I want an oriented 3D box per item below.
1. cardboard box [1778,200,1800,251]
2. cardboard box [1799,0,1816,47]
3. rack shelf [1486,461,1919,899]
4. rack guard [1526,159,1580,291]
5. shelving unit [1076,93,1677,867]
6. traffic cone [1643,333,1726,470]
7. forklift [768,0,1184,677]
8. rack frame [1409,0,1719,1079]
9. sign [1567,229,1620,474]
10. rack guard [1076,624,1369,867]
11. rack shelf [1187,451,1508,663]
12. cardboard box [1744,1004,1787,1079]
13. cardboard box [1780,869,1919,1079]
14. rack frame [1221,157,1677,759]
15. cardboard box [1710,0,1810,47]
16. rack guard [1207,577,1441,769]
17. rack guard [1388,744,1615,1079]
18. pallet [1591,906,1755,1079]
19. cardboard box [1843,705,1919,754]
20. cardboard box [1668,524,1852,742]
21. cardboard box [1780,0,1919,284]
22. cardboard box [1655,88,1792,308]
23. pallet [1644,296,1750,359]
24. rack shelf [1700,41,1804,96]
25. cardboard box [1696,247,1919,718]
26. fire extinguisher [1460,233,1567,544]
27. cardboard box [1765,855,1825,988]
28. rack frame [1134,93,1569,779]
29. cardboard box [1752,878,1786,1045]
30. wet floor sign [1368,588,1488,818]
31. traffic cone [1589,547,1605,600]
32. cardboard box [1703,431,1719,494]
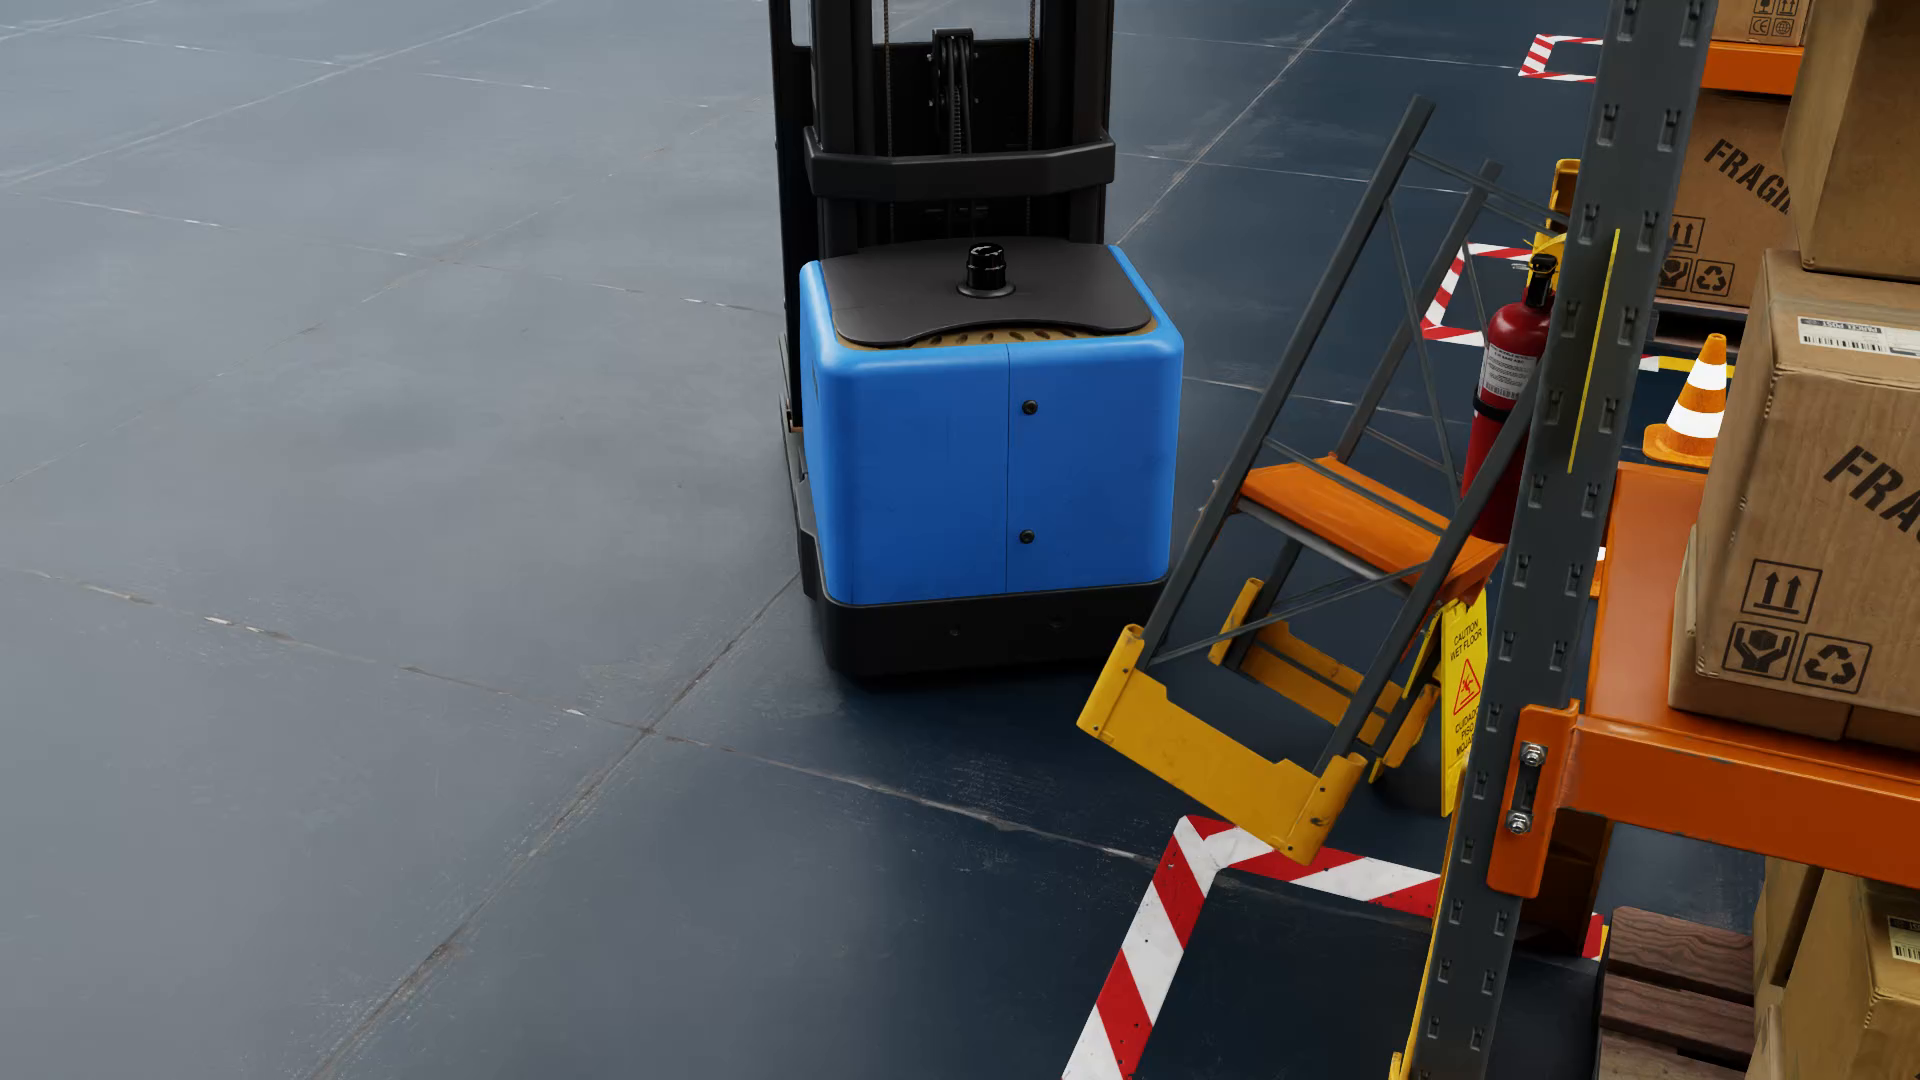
[{"bbox_3d":[1.676,-0.324,2.871,0.500,0.500,0.500,11,31,18],"label":"cardboard box"},{"bbox_3d":[3.716,-2.327,6.667,0.550,0.550,0.875,11,31,19],"label":"cardboard box"},{"bbox_3d":[2.923,0.557,2.447,4.000,0.370,1.077,11,31,19],"label":"rack shelf"},{"bbox_3d":[2.815,-1.318,7.574,0.348,0.500,1.175,11,31,19],"label":"rack guard"},{"bbox_3d":[1.022,-0.150,3.875,0.587,1.500,1.083,31,17,20],"label":"shelving unit"},{"bbox_3d":[2.795,-0.552,6.256,0.334,0.463,0.336,11,31,19],"label":"traffic cone"},{"bbox_3d":[-0.094,-1.579,5.564,1.130,2.935,3.031,-4,30,-8],"label":"forklift"},{"bbox_3d":[1.070,-0.126,2.925,0.127,3.000,1.000,11,31,19],"label":"rack frame"},{"bbox_3d":[0.866,-0.256,2.274,0.005,0.325,0.100,11,31,19],"label":"sign"},{"bbox_3d":[0.558,0.437,3.596,0.587,0.250,0.087,31,17,20],"label":"rack guard"},{"bbox_3d":[0.946,0.008,3.916,0.538,0.185,1.000,31,17,20],"label":"rack shelf"},{"bbox_3d":[1.713,1.163,3.011,0.500,0.250,0.500,11,31,19],"label":"cardboard box"},{"bbox_3d":[1.735,0.841,2.819,0.500,0.500,0.500,10,31,17],"label":"cardboard box"},{"bbox_3d":[1.235,-0.191,4.325,0.500,1.500,0.032,31,17,20],"label":"rack frame"},{"bbox_3d":[3.198,-2.419,6.829,0.550,0.550,0.875,11,31,19],"label":"cardboard box"},{"bbox_3d":[0.982,0.355,4.493,0.587,0.250,0.087,31,17,20],"label":"rack guard"},{"bbox_3d":[1.140,0.976,3.515,0.348,0.500,1.175,11,31,19],"label":"rack guard"},{"bbox_3d":[1.880,1.268,3.292,1.213,0.211,1.003,11,31,19],"label":"pallet"},{"bbox_3d":[1.546,0.181,2.637,0.250,0.149,0.380,12,32,20],"label":"cardboard box"},{"bbox_3d":[1.307,0.141,2.708,0.250,0.149,0.380,11,31,19],"label":"cardboard box"},{"bbox_3d":[1.625,-0.739,2.590,0.500,0.500,0.700,11,31,18],"label":"cardboard box"},{"bbox_3d":[3.490,-1.564,7.202,0.875,0.875,0.875,11,31,19],"label":"cardboard box"},{"bbox_3d":[3.607,-1.076,7.438,1.213,0.211,1.003,11,31,19],"label":"pallet"},{"bbox_3d":[4.690,-1.719,6.473,4.000,0.370,1.077,11,31,19],"label":"rack shelf"},{"bbox_3d":[1.404,-0.085,2.448,0.500,0.500,0.500,11,31,18],"label":"cardboard box"},{"bbox_3d":[1.137,-0.324,3.353,0.183,0.674,0.296,11,31,19],"label":"fire extinguisher"},{"bbox_3d":[1.910,0.591,3.262,0.500,0.500,0.500,11,31,19],"label":"cardboard box"},{"bbox_3d":[0.802,-0.107,3.409,0.500,1.500,0.032,31,17,20],"label":"rack frame"},{"bbox_3d":[1.942,0.919,3.443,0.500,0.250,0.500,11,31,19],"label":"cardboard box"},{"bbox_3d":[1.296,0.376,4.429,0.232,0.644,0.267,24,37,36],"label":"wet floor sign"},{"bbox_3d":[2.055,-0.099,5.455,0.334,0.463,0.336,11,31,19],"label":"traffic cone"},{"bbox_3d":[1.497,-0.045,3.037,0.250,0.149,0.380,12,32,21],"label":"cardboard box"}]
